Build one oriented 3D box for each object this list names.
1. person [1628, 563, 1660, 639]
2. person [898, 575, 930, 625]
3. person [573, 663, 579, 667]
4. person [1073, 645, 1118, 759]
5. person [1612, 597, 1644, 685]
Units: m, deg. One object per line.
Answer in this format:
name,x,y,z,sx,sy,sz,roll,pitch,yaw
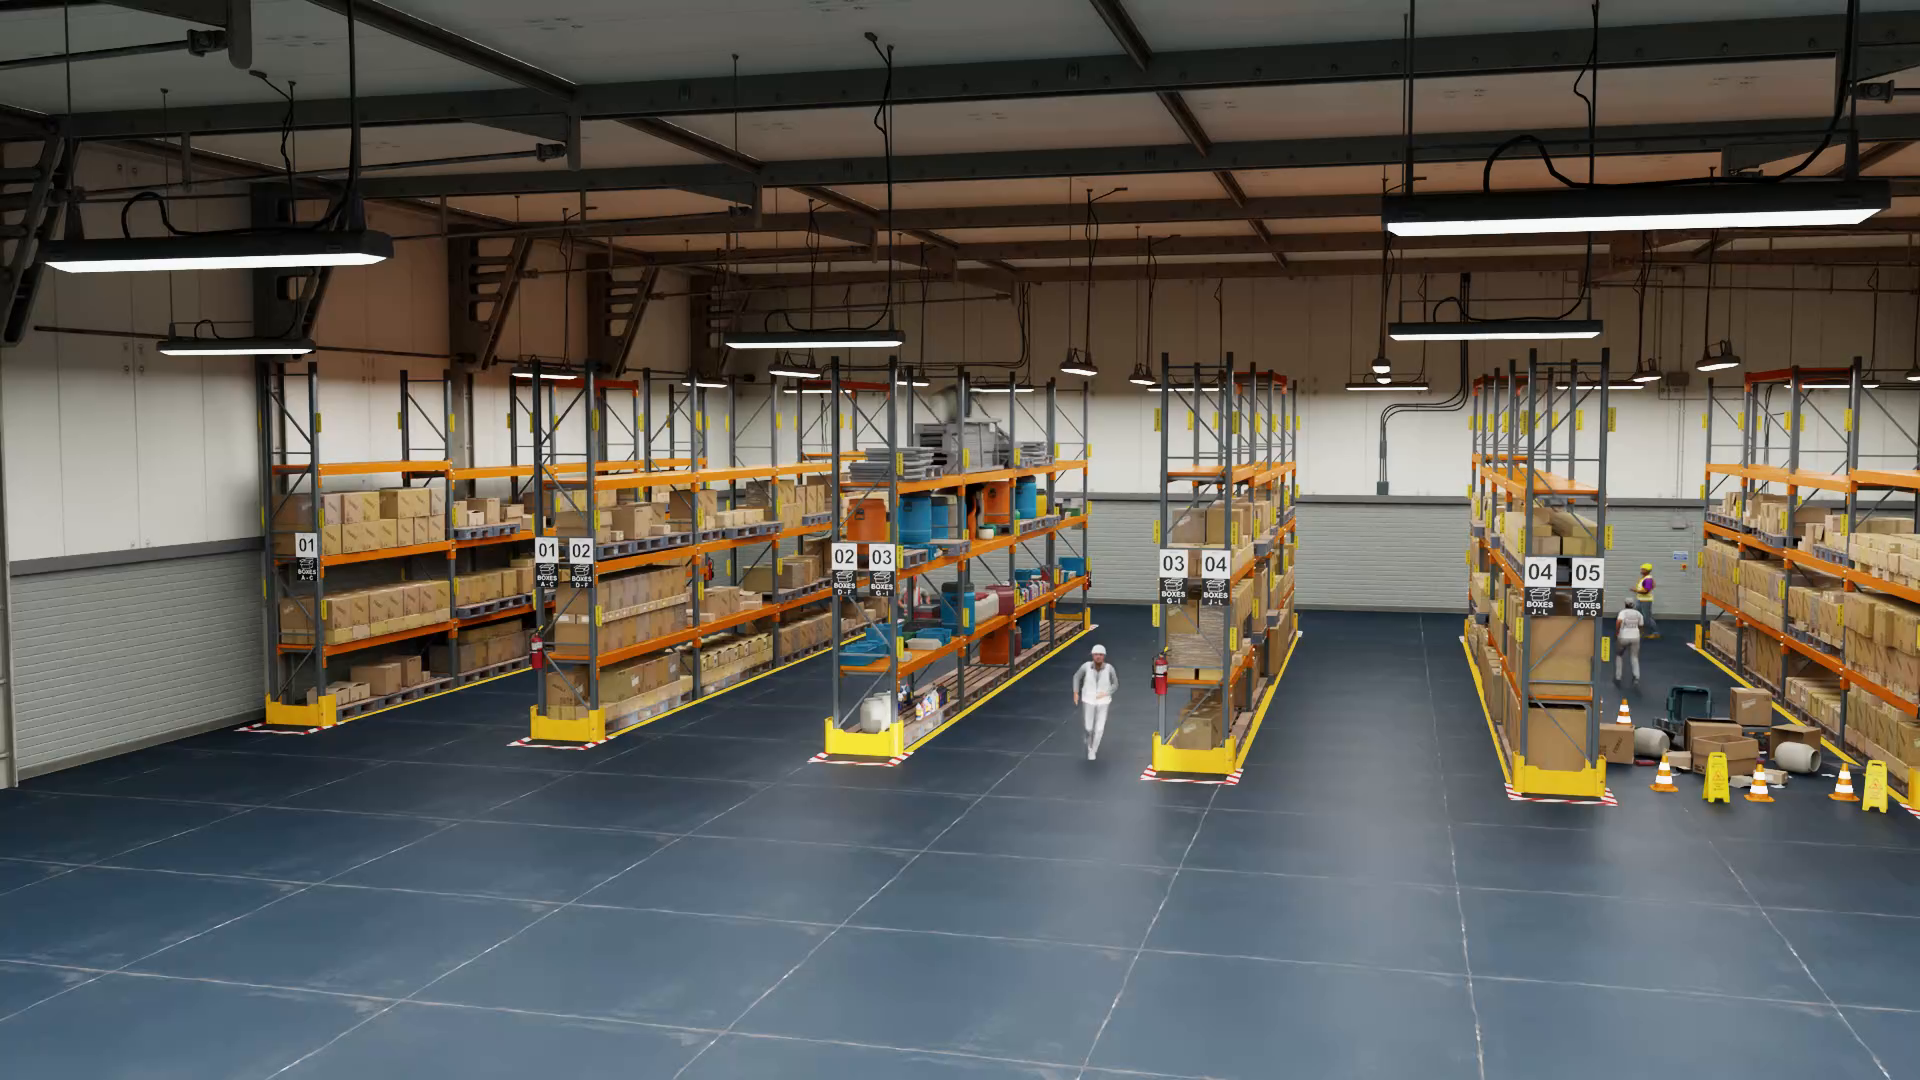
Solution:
person,15.757,1.431,38.321,0.728,1.800,0.669,0,4,6
person,-0.989,1.639,35.145,0.680,1.839,0.842,1,4,7
person,-7.415,1.853,32.515,0.711,1.765,0.808,1,4,10
person,2.029,2.404,24.877,0.660,1.715,0.603,0,4,-1
person,12.702,1.943,31.590,0.593,1.697,0.862,0,4,6
